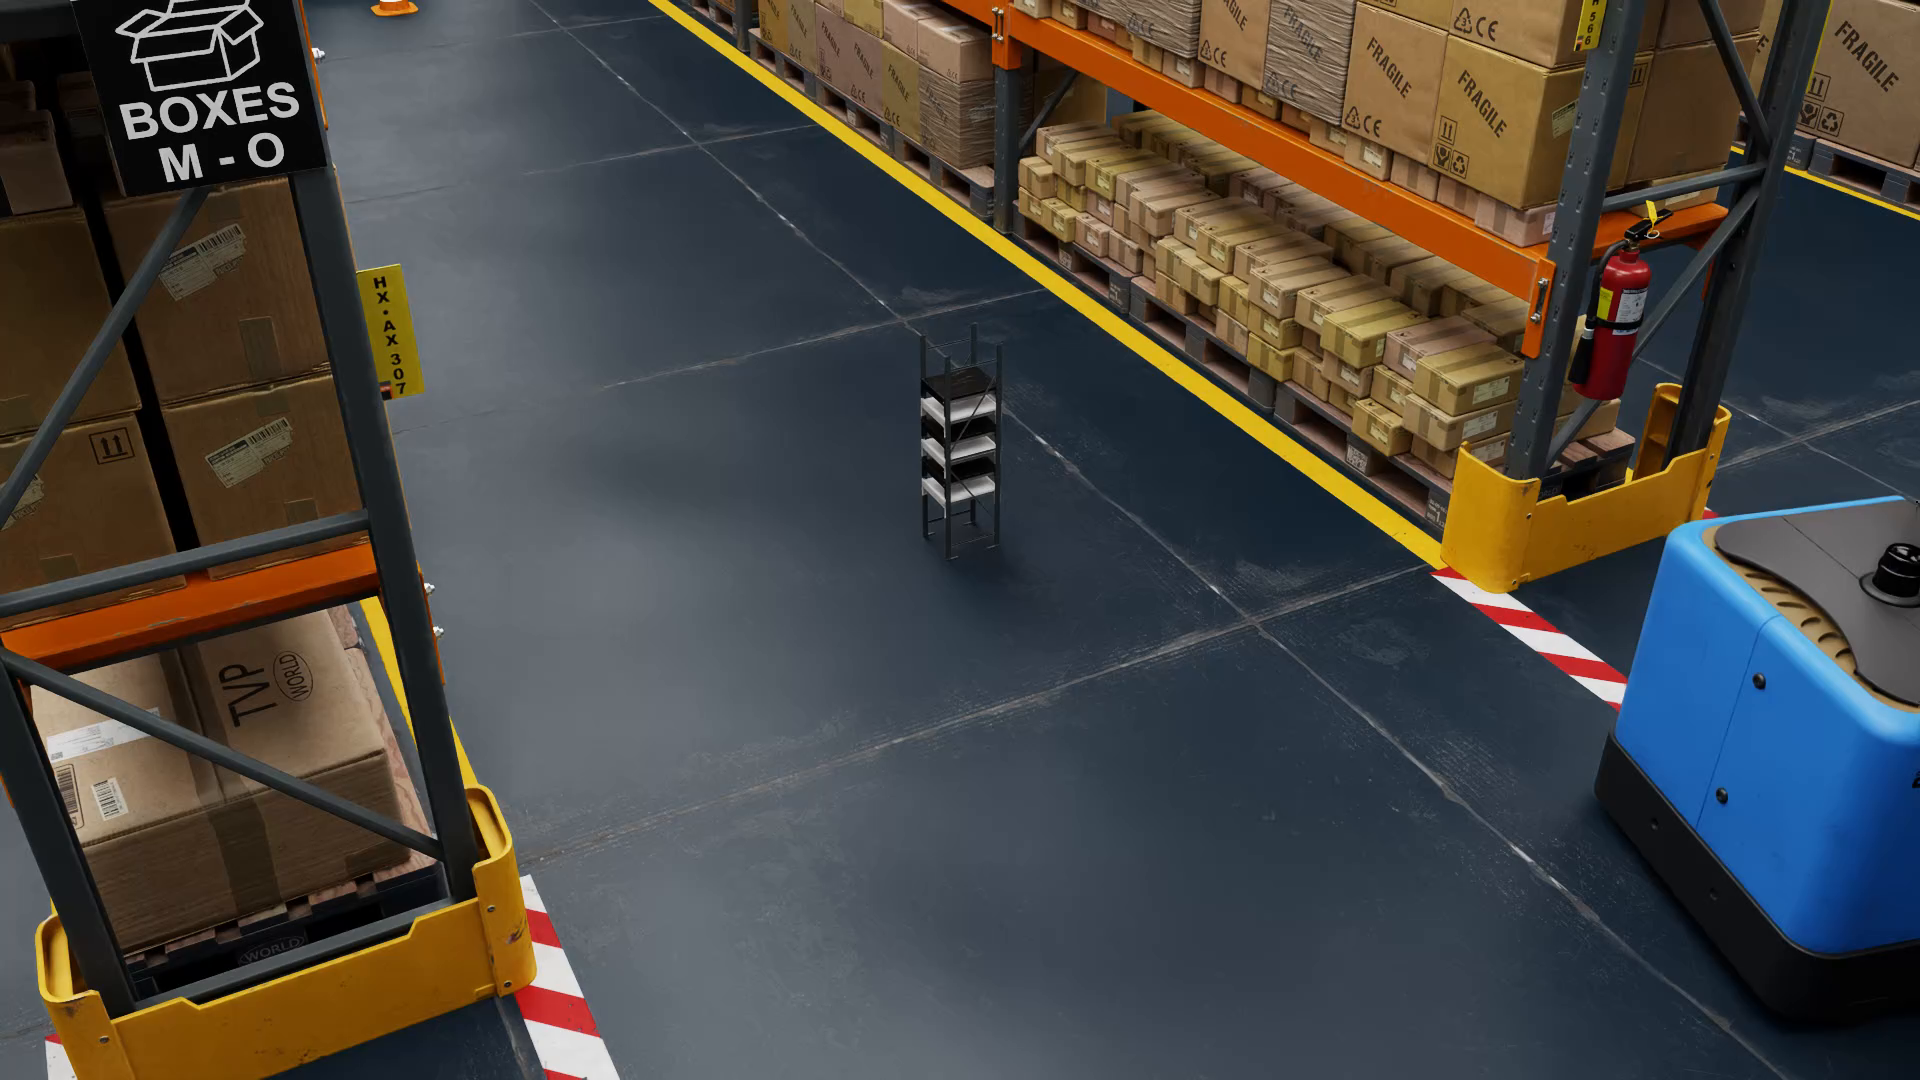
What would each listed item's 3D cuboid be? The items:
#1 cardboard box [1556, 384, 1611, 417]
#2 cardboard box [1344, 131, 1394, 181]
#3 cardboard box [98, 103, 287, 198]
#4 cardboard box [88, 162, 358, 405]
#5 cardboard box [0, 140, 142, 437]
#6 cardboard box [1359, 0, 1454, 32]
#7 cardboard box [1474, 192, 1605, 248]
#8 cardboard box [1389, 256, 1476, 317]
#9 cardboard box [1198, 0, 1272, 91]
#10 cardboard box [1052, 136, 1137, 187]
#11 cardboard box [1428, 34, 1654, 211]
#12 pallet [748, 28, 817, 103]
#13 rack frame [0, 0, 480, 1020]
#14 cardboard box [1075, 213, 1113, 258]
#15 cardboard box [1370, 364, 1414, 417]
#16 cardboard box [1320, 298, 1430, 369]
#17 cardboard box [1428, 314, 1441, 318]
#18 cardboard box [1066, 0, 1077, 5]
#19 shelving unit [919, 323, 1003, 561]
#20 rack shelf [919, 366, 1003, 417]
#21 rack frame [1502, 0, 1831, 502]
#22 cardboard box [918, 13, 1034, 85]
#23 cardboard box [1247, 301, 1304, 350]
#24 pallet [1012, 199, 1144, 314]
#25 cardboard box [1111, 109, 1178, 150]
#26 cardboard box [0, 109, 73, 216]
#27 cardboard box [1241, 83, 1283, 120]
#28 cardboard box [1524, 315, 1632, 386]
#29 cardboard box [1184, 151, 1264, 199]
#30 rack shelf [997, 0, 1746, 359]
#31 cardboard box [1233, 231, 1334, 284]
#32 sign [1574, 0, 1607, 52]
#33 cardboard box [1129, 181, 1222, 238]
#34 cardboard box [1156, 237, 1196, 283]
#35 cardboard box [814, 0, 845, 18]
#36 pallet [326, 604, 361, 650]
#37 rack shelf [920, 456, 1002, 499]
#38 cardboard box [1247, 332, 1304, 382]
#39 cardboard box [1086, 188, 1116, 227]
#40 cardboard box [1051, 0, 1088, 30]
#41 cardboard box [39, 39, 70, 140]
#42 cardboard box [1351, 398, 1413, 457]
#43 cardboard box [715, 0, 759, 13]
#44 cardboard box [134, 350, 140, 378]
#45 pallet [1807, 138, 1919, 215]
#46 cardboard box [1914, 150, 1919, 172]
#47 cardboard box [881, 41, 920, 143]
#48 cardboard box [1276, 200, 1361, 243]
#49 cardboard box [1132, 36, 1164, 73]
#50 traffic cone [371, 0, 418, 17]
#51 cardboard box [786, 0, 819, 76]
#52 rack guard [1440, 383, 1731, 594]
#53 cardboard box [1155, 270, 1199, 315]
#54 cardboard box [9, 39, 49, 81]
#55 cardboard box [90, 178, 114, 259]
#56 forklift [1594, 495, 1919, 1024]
[{"bbox_3d":[2.509,-0.651,6.963,0.380,0.149,0.250,-14,35,-21],"label":"cardboard box"},{"bbox_3d":[1.771,-1.573,6.658,0.380,0.149,0.250,-15,36,-22],"label":"cardboard box"},{"bbox_3d":[-1.727,-0.917,3.779,0.380,0.149,0.250,-15,36,-22],"label":"cardboard box"},{"bbox_3d":[-1.778,-0.705,4.051,0.500,0.500,0.500,-17,36,-24],"label":"cardboard box"},{"bbox_3d":[-2.241,-0.575,3.847,0.500,0.500,0.500,-15,35,-22],"label":"cardboard box"},{"bbox_3d":[1.856,-2.221,6.140,0.500,0.500,0.500,-17,36,-25],"label":"cardboard box"},{"bbox_3d":[2.124,-1.213,6.096,0.380,0.149,0.250,-16,36,-23],"label":"cardboard box"},{"bbox_3d":[2.154,-1.148,7.464,0.380,0.149,0.250,-18,37,-25],"label":"cardboard box"},{"bbox_3d":[1.385,-2.279,7.158,0.500,0.500,0.500,-14,35,-21],"label":"cardboard box"},{"bbox_3d":[0.714,-2.008,8.805,0.380,0.149,0.250,-14,35,-21],"label":"cardboard box"},{"bbox_3d":[2.089,-1.552,6.023,0.500,0.500,0.500,-15,36,-22],"label":"cardboard box"},{"bbox_3d":[-0.841,-3.505,12.025,1.003,0.211,1.213,-16,36,-23],"label":"pallet"},{"bbox_3d":[-1.806,0.059,3.878,1.000,3.000,0.127,-16,36,-23],"label":"rack frame"},{"bbox_3d":[0.833,-1.633,8.771,0.380,0.149,0.250,-16,36,-23],"label":"cardboard box"},{"bbox_3d":[1.953,-0.655,6.969,0.380,0.149,0.250,-17,36,-24],"label":"cardboard box"},{"bbox_3d":[1.755,-0.876,7.039,0.380,0.149,0.250,-17,36,-24],"label":"cardboard box"},{"bbox_3d":[2.215,-1.040,7.571,0.380,0.149,0.250,-15,35,-22],"label":"cardboard box"},{"bbox_3d":[0.669,-3.011,8.301,0.500,0.500,0.500,-17,36,-24],"label":"cardboard box"},{"bbox_3d":[0.004,-0.375,6.501,0.258,0.900,0.210,-16,36,-23],"label":"shelving unit"},{"bbox_3d":[0.004,-0.574,6.374,0.258,0.077,0.200,-16,36,-23],"label":"rack shelf"},{"bbox_3d":[2.526,-1.235,5.896,1.000,3.000,0.127,-16,36,-23],"label":"rack frame"},{"bbox_3d":[0.090,-2.875,9.690,0.500,0.250,0.500,-17,36,-24],"label":"cardboard box"},{"bbox_3d":[1.531,-1.008,7.520,0.380,0.149,0.250,-15,36,-22],"label":"cardboard box"},{"bbox_3d":[1.005,-1.658,9.142,1.003,0.211,1.213,-16,36,-23],"label":"pallet"},{"bbox_3d":[1.057,-2.266,9.208,0.380,0.149,0.250,-15,36,-22],"label":"cardboard box"},{"bbox_3d":[-2.150,-0.798,3.595,0.380,0.149,0.250,-15,36,-22],"label":"cardboard box"},{"bbox_3d":[1.463,-1.973,7.281,0.380,0.149,0.250,-15,36,-22],"label":"cardboard box"},{"bbox_3d":[2.582,-0.797,6.915,0.380,0.149,0.250,-18,37,-25],"label":"cardboard box"},{"bbox_3d":[1.386,-1.894,8.627,0.380,0.149,0.250,-15,35,-22],"label":"cardboard box"},{"bbox_3d":[1.594,-1.886,7.580,1.077,0.370,4.000,-16,36,-23],"label":"rack shelf"},{"bbox_3d":[1.492,-1.284,7.675,0.380,0.149,0.250,-17,36,-25],"label":"cardboard box"},{"bbox_3d":[2.026,-1.725,5.296,0.100,0.325,0.005,-16,36,-23],"label":"sign"},{"bbox_3d":[1.064,-1.639,8.229,0.380,0.149,0.250,-15,36,-22],"label":"cardboard box"},{"bbox_3d":[1.182,-1.383,8.106,0.380,0.149,0.250,-16,36,-23],"label":"cardboard box"},{"bbox_3d":[-0.641,-3.621,10.854,0.500,0.250,0.500,-16,36,-23],"label":"cardboard box"},{"bbox_3d":[-2.813,0.289,6.103,1.003,0.211,1.213,-16,36,-23],"label":"pallet"},{"bbox_3d":[0.004,-0.271,6.568,0.258,0.077,0.200,-16,36,-23],"label":"rack shelf"},{"bbox_3d":[1.539,-0.875,7.589,0.380,0.149,0.250,-18,37,-25],"label":"cardboard box"},{"bbox_3d":[0.890,-1.786,8.735,0.380,0.149,0.250,-16,36,-23],"label":"cardboard box"},{"bbox_3d":[0.690,-2.716,8.441,0.380,0.149,0.250,-15,36,-22],"label":"cardboard box"},{"bbox_3d":[-2.971,-1.294,4.970,0.500,0.500,0.500,-16,36,-23],"label":"cardboard box"},{"bbox_3d":[1.887,-0.507,7.014,0.380,0.149,0.250,-15,35,-22],"label":"cardboard box"},{"bbox_3d":[-1.408,-4.595,12.838,1.050,0.750,0.750,-16,36,-24],"label":"cardboard box"},{"bbox_3d":[-2.734,-0.633,4.865,0.500,0.500,0.500,-15,36,-22],"label":"cardboard box"},{"bbox_3d":[5.954,-2.203,9.993,1.003,0.211,1.213,-16,36,-23],"label":"pallet"},{"bbox_3d":[6.168,-2.436,9.351,0.875,0.875,0.875,-16,36,-23],"label":"cardboard box"},{"bbox_3d":[-0.146,-2.803,10.272,0.500,0.500,0.500,-17,36,-24],"label":"cardboard box"},{"bbox_3d":[1.749,-1.516,8.038,0.380,0.149,0.250,-16,36,-23],"label":"cardboard box"},{"bbox_3d":[1.042,-2.334,7.845,0.380,0.149,0.250,-15,36,-22],"label":"cardboard box"},{"bbox_3d":[-4.564,-4.473,13.303,0.336,0.463,0.334,-16,36,-23],"label":"traffic cone"},{"bbox_3d":[-0.862,-3.536,11.416,0.500,0.500,0.500,-15,36,-23],"label":"cardboard box"},{"bbox_3d":[2.491,-0.218,6.627,1.175,0.500,0.348,-16,36,-23],"label":"rack guard"},{"bbox_3d":[1.187,-1.256,8.184,0.380,0.149,0.250,-17,36,-24],"label":"cardboard box"},{"bbox_3d":[-2.625,-1.289,4.360,0.380,0.149,0.250,-16,36,-24],"label":"cardboard box"},{"bbox_3d":[-2.506,-1.001,5.440,0.500,0.500,0.500,-15,35,-22],"label":"cardboard box"},{"bbox_3d":[3.611,-0.298,4.498,3.031,2.935,1.130,-7,33,-11],"label":"forklift"}]
